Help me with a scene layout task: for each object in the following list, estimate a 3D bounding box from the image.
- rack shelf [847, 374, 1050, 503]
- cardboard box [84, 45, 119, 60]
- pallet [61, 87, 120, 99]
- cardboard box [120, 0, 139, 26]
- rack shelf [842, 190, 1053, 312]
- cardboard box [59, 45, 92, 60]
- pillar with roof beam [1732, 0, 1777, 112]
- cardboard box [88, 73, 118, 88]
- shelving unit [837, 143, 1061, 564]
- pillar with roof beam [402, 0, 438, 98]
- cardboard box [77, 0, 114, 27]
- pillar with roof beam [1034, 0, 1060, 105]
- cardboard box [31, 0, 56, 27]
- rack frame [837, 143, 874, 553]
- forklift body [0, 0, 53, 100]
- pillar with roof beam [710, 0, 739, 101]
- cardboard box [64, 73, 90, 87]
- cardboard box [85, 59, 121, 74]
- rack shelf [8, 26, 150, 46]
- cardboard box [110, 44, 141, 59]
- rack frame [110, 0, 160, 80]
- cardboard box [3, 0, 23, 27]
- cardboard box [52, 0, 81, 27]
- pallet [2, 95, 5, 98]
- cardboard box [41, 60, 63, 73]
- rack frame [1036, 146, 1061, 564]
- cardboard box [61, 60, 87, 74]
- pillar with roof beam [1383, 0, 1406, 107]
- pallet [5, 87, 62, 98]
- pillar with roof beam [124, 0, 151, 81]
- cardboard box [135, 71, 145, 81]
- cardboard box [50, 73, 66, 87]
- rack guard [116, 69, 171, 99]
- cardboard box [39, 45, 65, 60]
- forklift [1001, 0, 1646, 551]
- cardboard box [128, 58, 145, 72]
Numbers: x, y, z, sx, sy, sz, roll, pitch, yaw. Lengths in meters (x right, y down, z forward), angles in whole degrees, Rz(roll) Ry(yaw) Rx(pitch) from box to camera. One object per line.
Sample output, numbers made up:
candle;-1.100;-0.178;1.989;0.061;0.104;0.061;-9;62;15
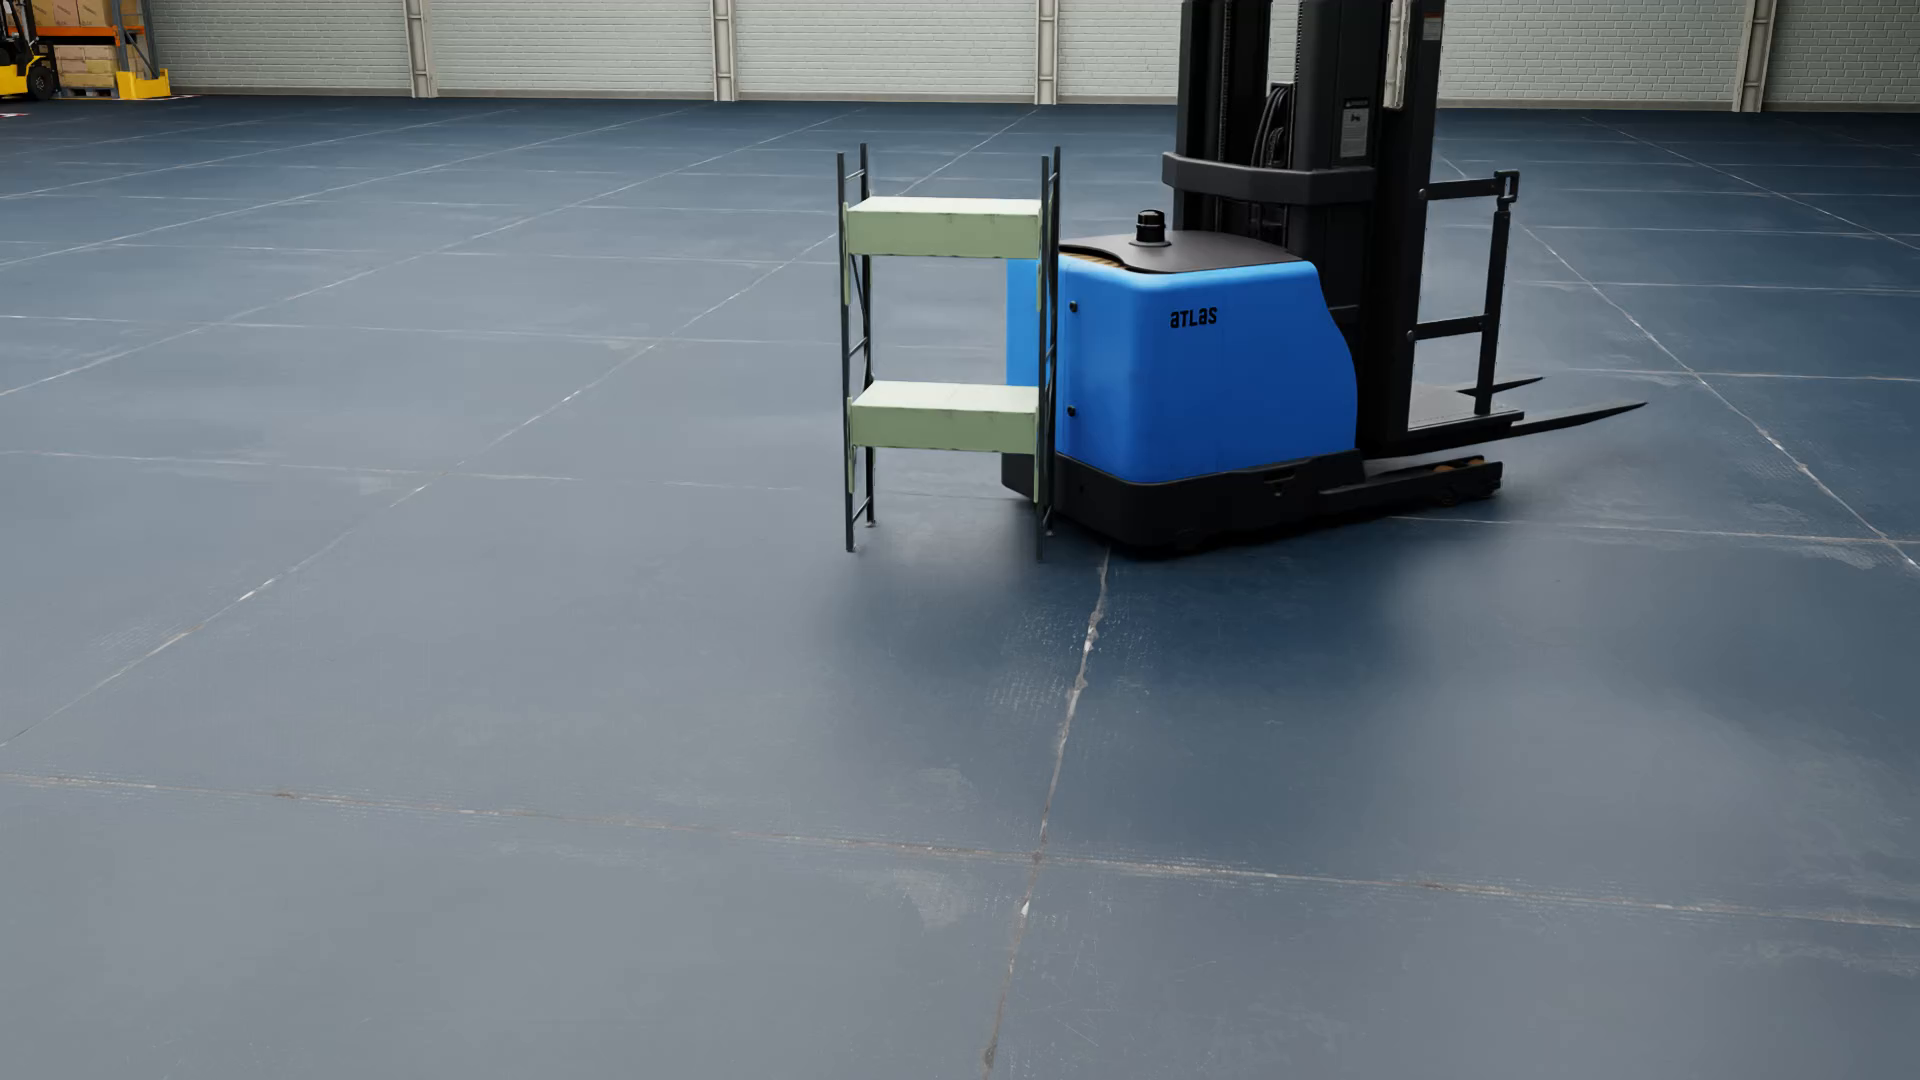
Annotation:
rack shelf;-0.032;-0.396;6.369;0.720;0.370;0.431;3;19;9
cardboard box;-16.168;-9.223;31.454;0.500;0.250;0.500;4;19;10
pallet;-16.425;-8.631;31.984;1.213;0.211;1.003;3;19;9
cardboard box;-16.109;-10.088;31.785;0.500;0.500;0.500;4;19;10
rack shelf;-0.032;-1.075;6.141;0.720;0.370;0.431;3;19;9
cardboard box;-16.673;-9.247;31.526;0.500;0.250;0.500;3;19;10
pillar with roof beam;12.729;-10.232;22.920;0.400;9.000;9.100;3;19;9
cardboard box;-16.178;-8.748;31.611;0.500;0.250;0.500;3;19;9
shelving unit;-0.032;-0.705;6.265;0.755;1.500;0.431;3;19;9
pillar with roof beam;-10.967;-11.440;26.530;0.400;9.000;9.100;3;19;9
cardboard box;-16.191;-9.918;31.278;0.500;0.500;0.500;3;19;7
pillar with roof beam;0.881;-10.836;24.725;0.400;9.000;9.100;3;19;9
cardboard box;-17.208;-9.973;31.442;0.500;0.500;0.500;3;19;8
rack frame;-0.392;-0.725;6.323;0.023;1.500;0.400;3;19;9
forklift body;-17.825;-9.050;30.178;1.214;2.155;2.313;3;19;9
pillar with roof beam;-5.043;-11.138;25.627;0.400;9.000;9.100;3;19;9
cardboard box;-16.667;-8.776;31.694;0.500;0.250;0.500;3;19;9
cardboard box;-16.194;-8.987;31.537;0.500;0.250;0.500;3;19;8
rack shelf;-17.638;-9.688;31.881;4.000;0.370;1.077;3;19;9
cardboard box;-16.108;-9.381;31.927;0.500;0.250;0.500;3;19;8
rack frame;-15.664;-9.928;31.466;0.127;3.000;1.000;3;19;9
cardboard box;-17.706;-9.995;31.507;0.500;0.500;0.500;3;19;9
cardboard box;-16.702;-9.947;31.365;0.500;0.500;0.500;4;19;10
pallet;-18.834;-8.754;32.351;1.213;0.211;1.003;3;19;9
cardboard box;-17.200;-9.035;31.681;0.500;0.250;0.500;2;19;7
rack frame;0.329;-0.686;6.207;0.023;1.500;0.400;3;19;9
cardboard box;-16.687;-9.016;31.623;0.500;0.250;0.500;3;19;8
pillar with roof beam;6.805;-10.534;23.822;0.400;9.000;9.100;3;19;9
pallet;-17.626;-8.693;32.170;1.213;0.211;1.003;3;19;9
pillar with roof beam;-16.891;-11.742;27.432;0.400;9.000;9.100;3;19;9
cardboard box;-16.117;-8.909;32.093;0.500;0.250;0.500;3;19;9
cardboard box;-17.160;-8.804;31.778;0.500;0.250;0.500;3;19;9
rack guard;-15.640;-8.742;31.859;0.348;0.500;1.175;3;19;9
cardboard box;-17.173;-9.269;31.592;0.500;0.250;0.500;3;19;9
forklift;1.710;-1.669;6.890;3.031;2.935;1.130;-10;21;-28
cardboard box;-16.095;-9.149;32.022;0.500;0.250;0.500;3;19;10
